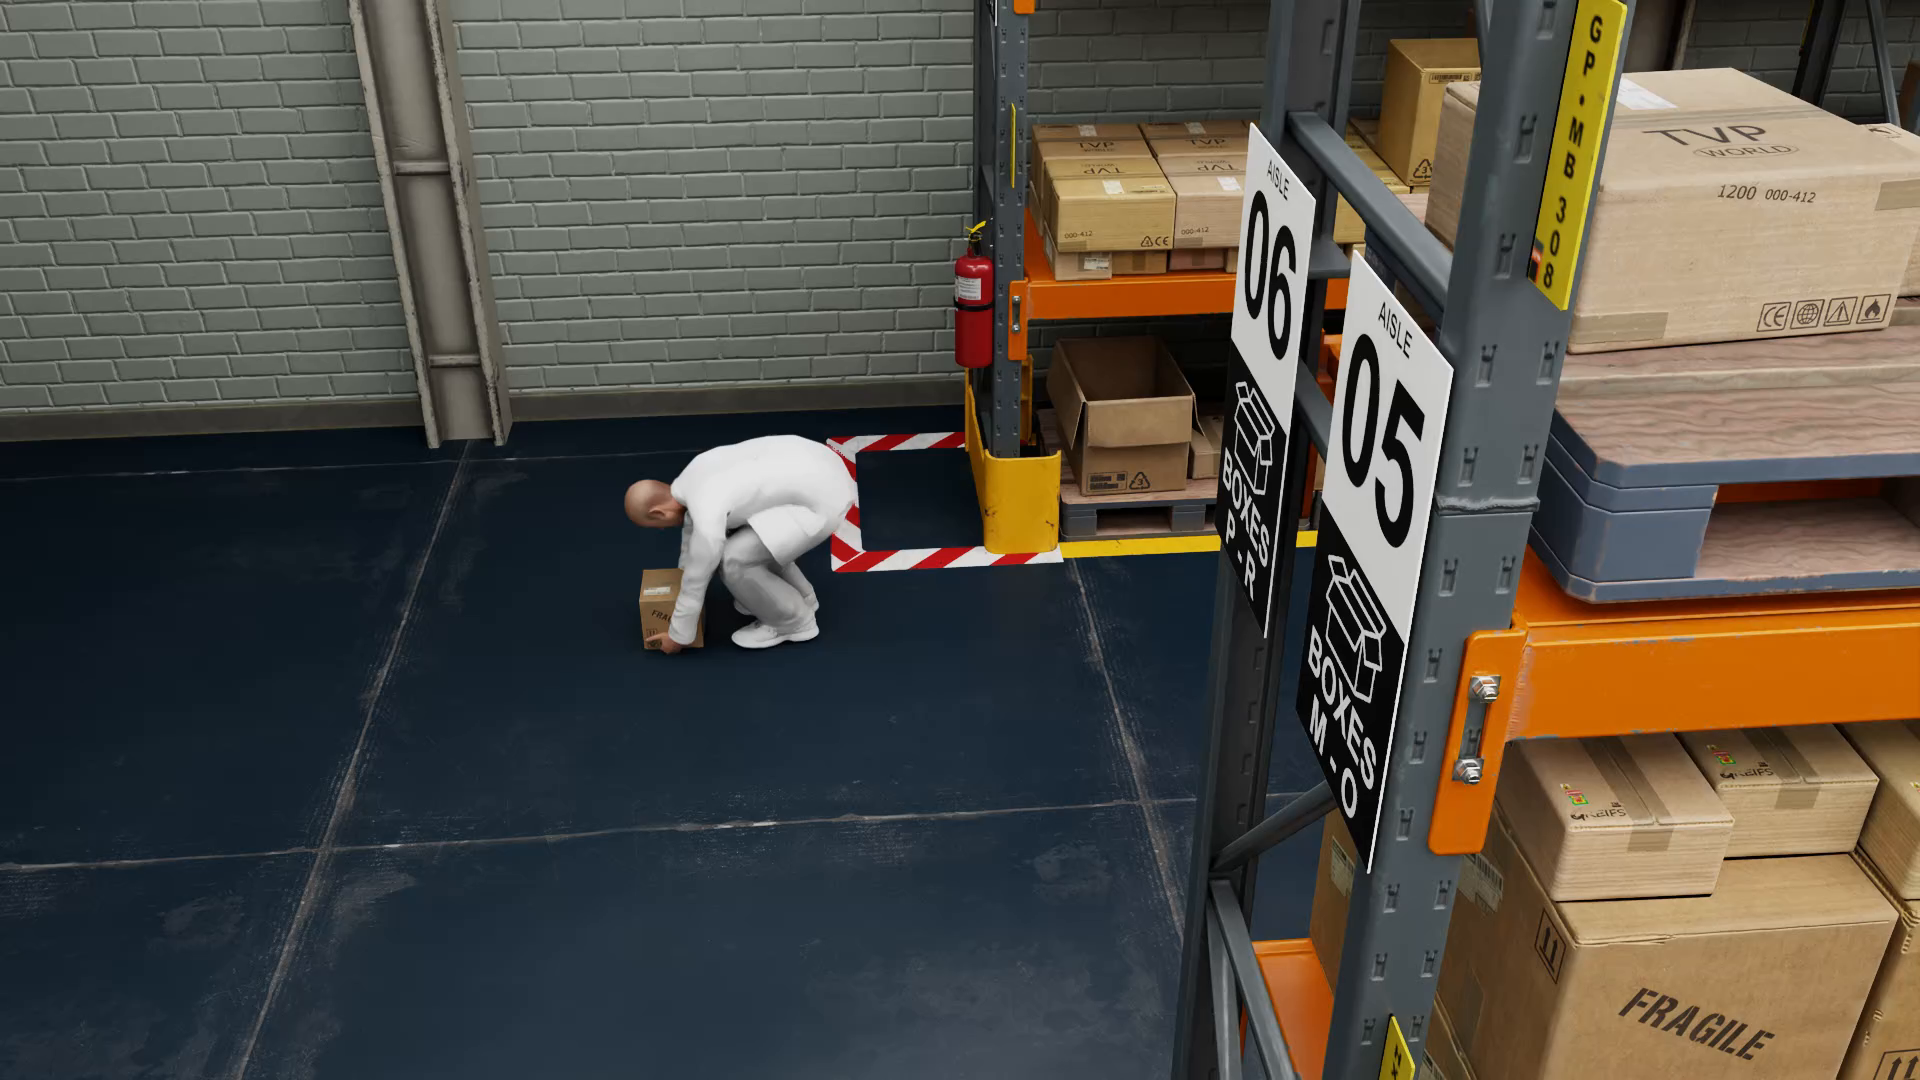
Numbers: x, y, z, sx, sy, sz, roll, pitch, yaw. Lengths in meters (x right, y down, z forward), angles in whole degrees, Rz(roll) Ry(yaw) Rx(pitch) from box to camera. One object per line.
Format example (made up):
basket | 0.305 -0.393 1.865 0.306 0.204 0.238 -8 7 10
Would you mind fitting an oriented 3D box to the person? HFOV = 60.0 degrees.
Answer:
person | -0.910 0.009 7.026 0.951 0.900 0.582 -4 31 -6
